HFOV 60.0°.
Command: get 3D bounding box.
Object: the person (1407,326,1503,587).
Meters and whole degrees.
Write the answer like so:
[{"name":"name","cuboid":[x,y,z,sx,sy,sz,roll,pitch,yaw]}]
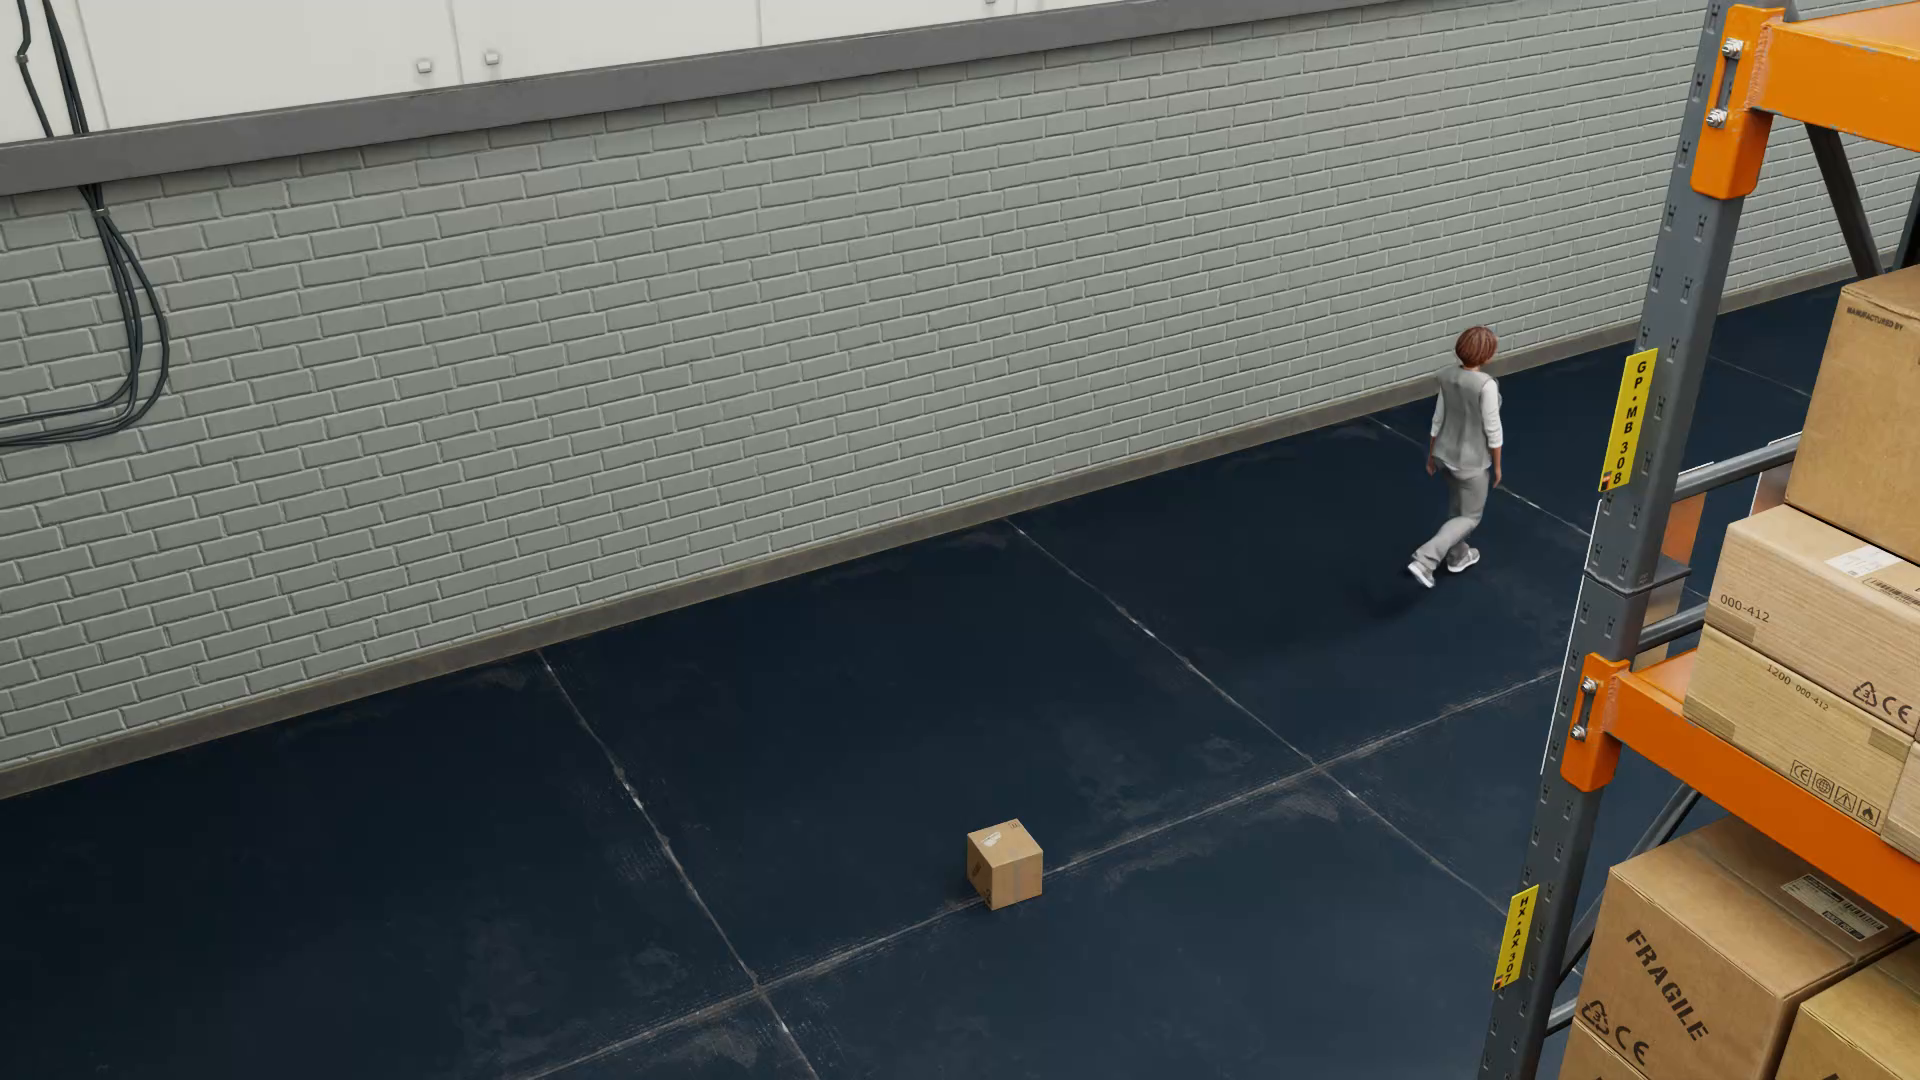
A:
[{"name":"person","cuboid":[2.803,-0.451,9.346,0.775,1.564,0.439,-18,34,-29]}]
